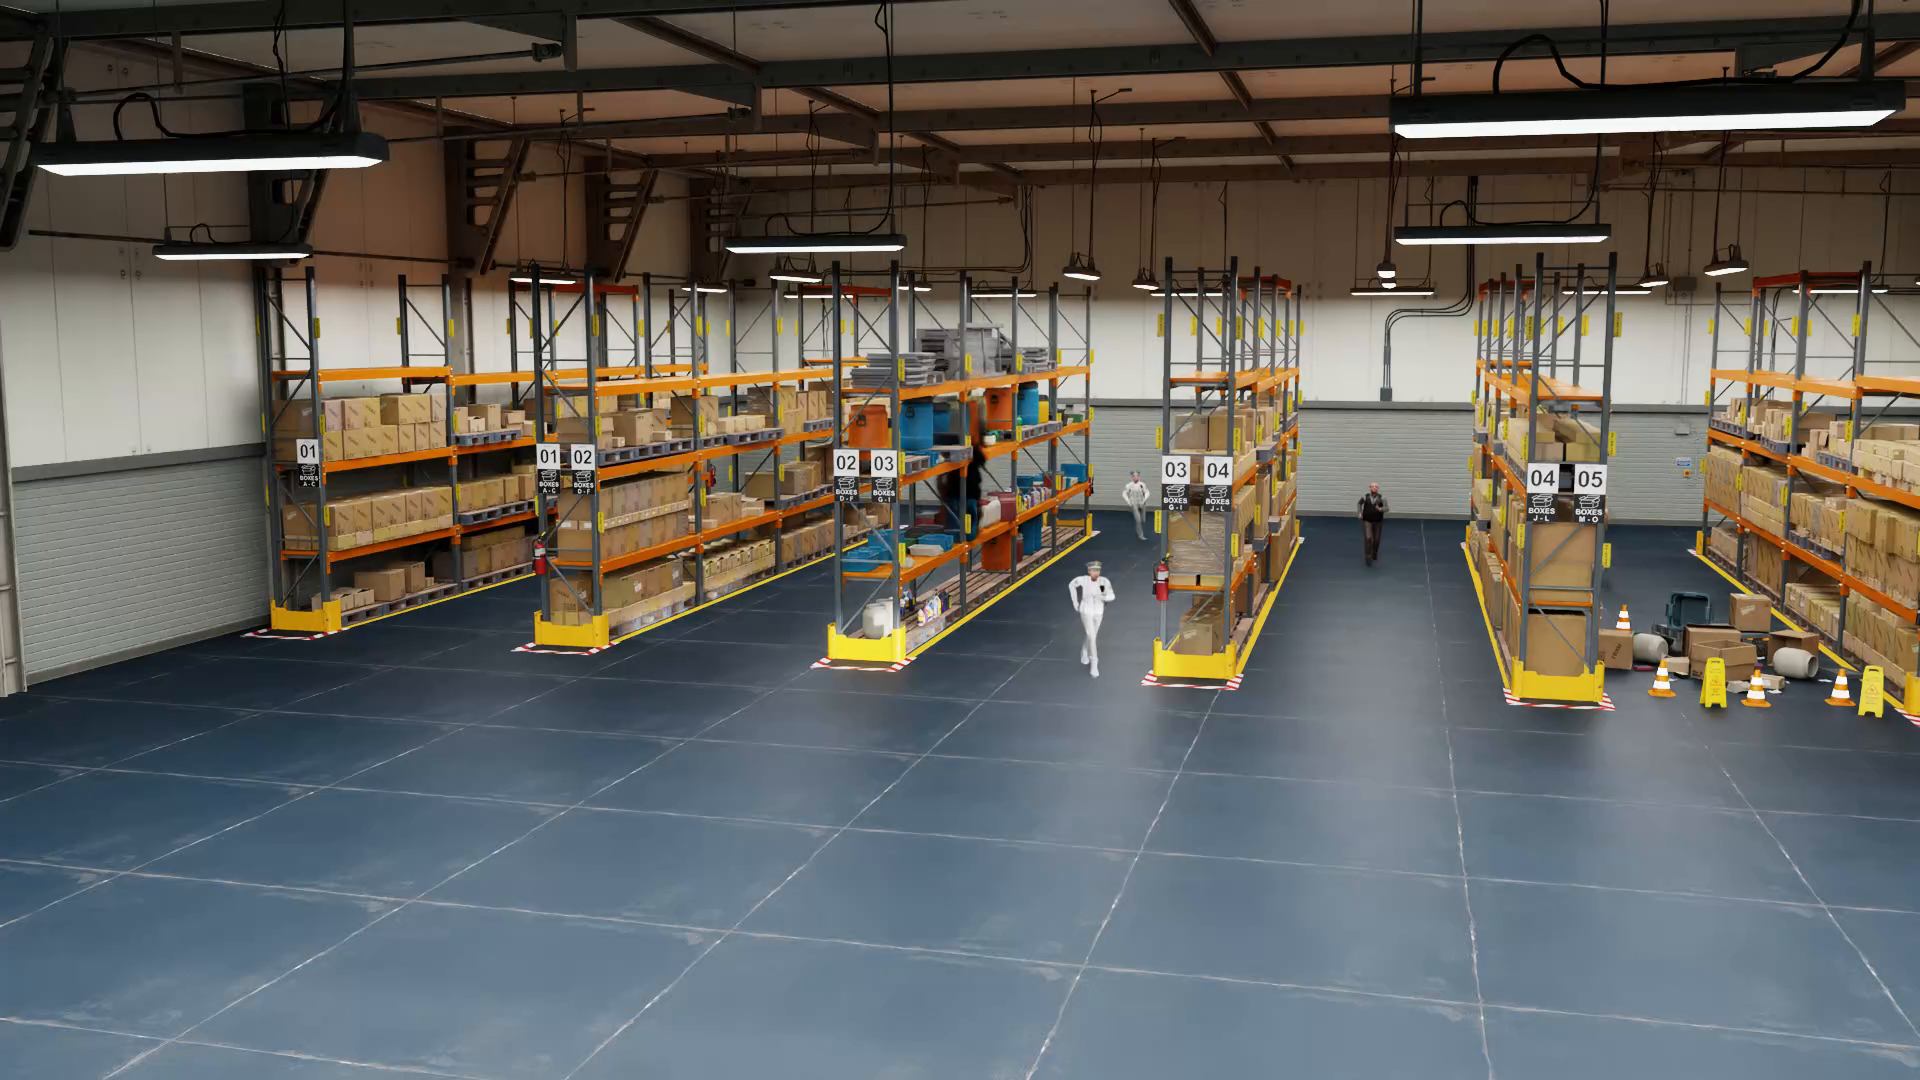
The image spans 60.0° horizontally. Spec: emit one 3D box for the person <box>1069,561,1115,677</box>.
[{"bbox_3d":[1.918,1.102,24.364,0.609,1.688,0.924,-2,7,-13],"label":"person"}]

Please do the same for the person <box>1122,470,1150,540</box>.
[{"bbox_3d":[4.215,-0.838,39.663,0.647,1.641,0.697,-1,7,-7],"label":"person"}]

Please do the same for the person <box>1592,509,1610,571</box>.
[{"bbox_3d":[12.926,-0.164,33.987,0.572,1.660,0.969,2,7,12],"label":"person"}]

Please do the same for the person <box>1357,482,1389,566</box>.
[{"bbox_3d":[8.787,-0.361,35.394,0.649,1.730,0.927,1,7,9],"label":"person"}]
